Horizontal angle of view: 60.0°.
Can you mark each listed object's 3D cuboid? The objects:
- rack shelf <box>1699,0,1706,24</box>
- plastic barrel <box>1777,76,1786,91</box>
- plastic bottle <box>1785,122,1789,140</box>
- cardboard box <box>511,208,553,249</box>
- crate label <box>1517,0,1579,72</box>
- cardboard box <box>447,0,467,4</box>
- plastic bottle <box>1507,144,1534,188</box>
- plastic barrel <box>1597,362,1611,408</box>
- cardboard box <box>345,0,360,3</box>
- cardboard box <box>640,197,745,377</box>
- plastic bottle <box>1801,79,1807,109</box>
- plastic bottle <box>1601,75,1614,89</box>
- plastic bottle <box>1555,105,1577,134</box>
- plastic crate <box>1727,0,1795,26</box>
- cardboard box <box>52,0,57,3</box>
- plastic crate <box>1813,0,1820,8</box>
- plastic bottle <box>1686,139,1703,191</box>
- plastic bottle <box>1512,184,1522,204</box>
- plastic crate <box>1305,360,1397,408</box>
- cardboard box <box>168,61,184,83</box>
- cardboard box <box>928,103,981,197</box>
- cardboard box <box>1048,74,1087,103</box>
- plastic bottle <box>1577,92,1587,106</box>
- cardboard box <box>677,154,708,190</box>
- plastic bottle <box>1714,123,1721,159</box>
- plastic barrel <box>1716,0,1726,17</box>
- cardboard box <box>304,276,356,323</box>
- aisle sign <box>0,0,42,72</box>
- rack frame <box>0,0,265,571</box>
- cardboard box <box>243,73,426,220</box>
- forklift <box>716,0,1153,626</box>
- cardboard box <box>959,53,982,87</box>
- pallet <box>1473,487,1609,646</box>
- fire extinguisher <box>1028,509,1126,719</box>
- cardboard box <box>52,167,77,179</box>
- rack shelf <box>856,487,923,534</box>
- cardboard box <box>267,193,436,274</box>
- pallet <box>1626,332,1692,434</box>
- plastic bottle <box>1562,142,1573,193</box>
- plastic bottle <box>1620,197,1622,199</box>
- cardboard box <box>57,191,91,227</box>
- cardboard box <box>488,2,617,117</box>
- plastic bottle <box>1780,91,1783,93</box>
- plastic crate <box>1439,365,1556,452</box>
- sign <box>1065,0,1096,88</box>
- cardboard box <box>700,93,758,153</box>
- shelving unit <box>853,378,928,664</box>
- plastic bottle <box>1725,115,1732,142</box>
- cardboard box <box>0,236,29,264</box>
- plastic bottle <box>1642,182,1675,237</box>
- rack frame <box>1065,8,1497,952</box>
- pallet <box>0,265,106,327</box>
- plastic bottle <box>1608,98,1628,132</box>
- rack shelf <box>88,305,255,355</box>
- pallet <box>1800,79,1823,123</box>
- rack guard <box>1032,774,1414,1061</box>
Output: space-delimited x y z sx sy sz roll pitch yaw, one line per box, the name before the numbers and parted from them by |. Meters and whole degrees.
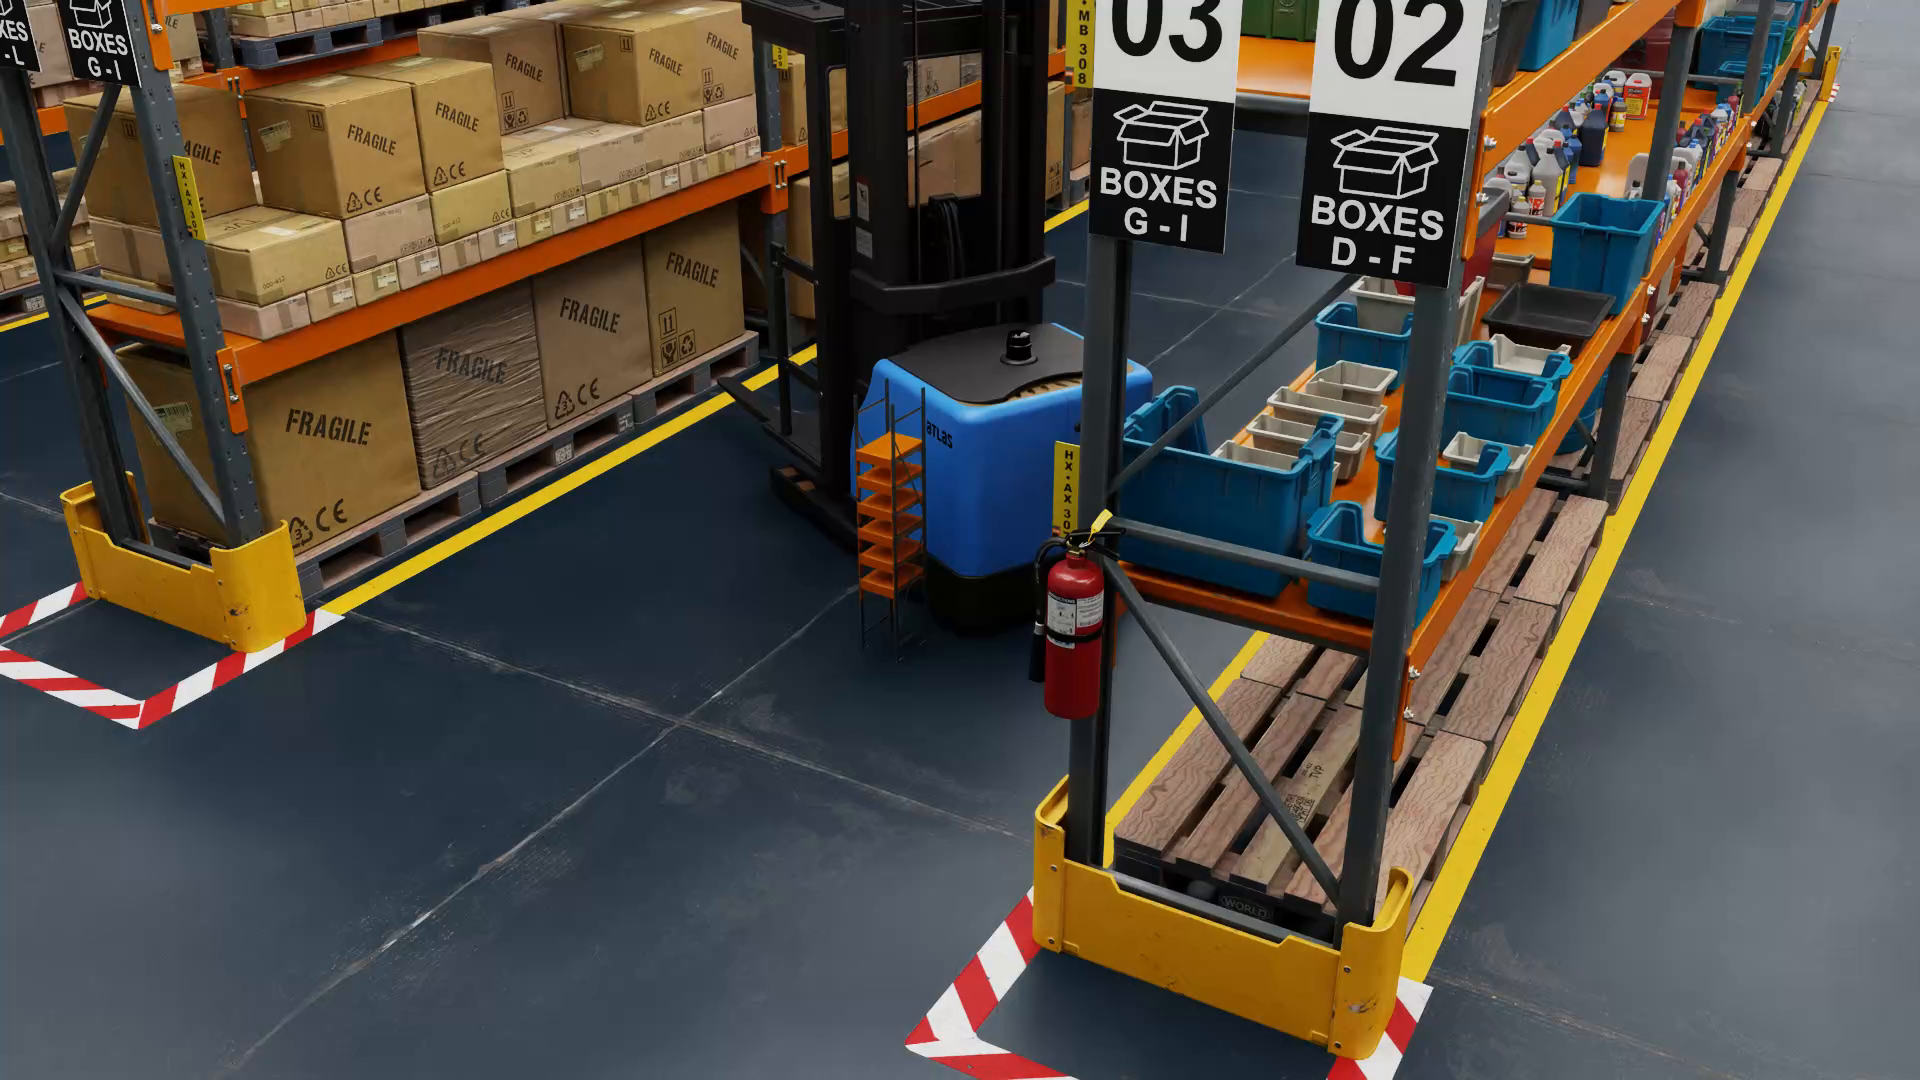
rack shelf | 3.765 -3.307 8.959 1.077 0.370 4.000 14 30 26
plastic barrel | 8.181 -4.792 16.781 0.421 0.512 0.421 0 27 0
plastic bottle | 7.355 -3.678 14.882 0.097 0.201 0.097 0 27 0
cardboard box | -2.281 -1.593 8.362 0.380 0.149 0.250 13 30 25
crate label | 1.549 -1.513 4.736 0.408 0.251 0.502 14 30 26
cardboard box | -4.310 -4.573 13.845 0.380 0.149 0.250 15 30 28
plastic bottle | 2.949 -1.917 8.783 0.144 0.351 0.185 14 30 26
plastic barrel | 3.412 -1.242 9.255 0.600 0.901 0.708 14 30 26
cardboard box | -4.826 -4.295 12.958 0.380 0.149 0.250 13 29 24
cardboard box | -1.925 -1.597 9.994 0.875 0.875 0.875 14 30 26
plastic bottle | 8.121 -4.305 16.043 0.061 0.283 0.133 15 30 27
plastic bottle | 4.174 -2.873 10.782 0.097 0.271 0.097 0 27 0
plastic bottle | 3.490 -2.346 9.640 0.144 0.351 0.185 14 30 26
plastic crate | 5.810 -3.658 12.135 0.402 0.464 0.583 14 30 26
cardboard box | -6.045 -3.910 11.149 0.500 0.500 0.500 13 29 25
plastic crate | 7.085 -4.774 14.506 0.767 0.338 0.504 14 30 26
plastic bottle | 4.039 -2.076 9.189 0.097 0.271 0.097 0 27 0
plastic bottle | 2.845 -1.734 8.585 0.097 0.201 0.097 0 27 0
plastic crate | 1.457 -0.559 6.244 0.298 0.136 0.250 14 30 26
cardboard box | -5.768 -3.331 11.834 0.380 0.149 0.250 13 30 25
cardboard box | -0.366 -2.786 12.368 1.225 0.875 0.875 14 30 26
cardboard box | 0.740 -3.840 14.033 0.500 0.250 0.500 16 31 28
plastic bottle | 3.808 -2.605 10.234 0.061 0.283 0.133 14 30 26
cardboard box | -1.649 -2.095 9.365 0.380 0.149 0.250 14 30 25
plastic bottle | 4.448 -2.368 9.852 0.097 0.201 0.097 0 27 0
plastic barrel | 5.694 -4.076 12.891 0.433 0.535 0.433 0 27 0
cardboard box | -2.912 -1.094 7.365 0.380 0.149 0.250 14 30 25
aisle sign | -3.795 -2.241 6.471 0.394 0.787 0.004 14 30 26
rack frame | -3.499 -1.040 6.977 1.000 3.000 0.127 14 30 26
cardboard box | -2.782 -1.764 7.420 0.500 0.500 0.500 13 30 25
forklift | -0.328 -1.548 8.068 1.130 2.935 3.031 -16 30 -28
cardboard box | -0.093 -3.560 11.898 0.500 0.500 0.500 13 29 24
pallet | 2.453 0.034 7.947 1.003 0.211 1.213 14 30 26
fire extinguisher | 0.344 0.211 4.981 0.296 0.674 0.183 14 30 26
cardboard box | -6.418 -2.617 12.179 0.380 0.149 0.250 14 30 25
rack shelf | -0.288 -0.137 7.015 0.180 0.103 0.258 16 31 29
cardboard box | -2.778 -1.438 7.606 0.500 0.250 0.500 14 30 25
pallet | 3.796 -1.030 10.072 1.003 0.211 1.213 14 30 26
plastic bottle | 3.305 -2.047 9.131 0.097 0.271 0.097 0 27 0
plastic bottle | 3.403 -1.679 8.475 0.097 0.201 0.097 0 27 0
cardboard box | -6.204 -2.297 11.539 0.380 0.149 0.250 13 29 24
cardboard box | -2.238 -2.680 9.250 0.500 0.500 0.500 14 30 26
plastic bottle | 7.829 -4.192 15.908 0.097 0.201 0.097 0 27 0
plastic crate | 1.869 -0.438 5.895 0.416 0.233 0.300 14 30 26
sign | 0.327 -1.359 4.379 0.100 0.325 0.005 14 30 26
cardboard box | -1.520 -2.435 9.599 0.500 0.250 0.500 14 30 25
shelving unit | -0.288 -0.070 7.049 0.189 1.200 0.258 16 31 29
plastic bottle | 4.687 -2.558 10.231 0.097 0.201 0.097 0 27 0
cardboard box | -6.551 -1.993 11.264 0.380 0.149 0.250 16 31 28
plastic bottle | 3.521 -1.692 8.418 0.152 0.276 0.135 14 30 26
rack frame | 0.813 0.051 4.798 1.000 3.000 0.127 14 30 26
pallet | -6.698 -1.737 11.484 1.003 0.211 1.213 14 30 26
plastic bottle | 4.145 -2.680 10.476 0.097 0.201 0.097 0 27 0
rack shelf | -2.515 -1.585 8.651 0.919 0.124 3.809 14 30 26
pallet | 8.284 -4.583 17.169 1.003 0.211 1.213 14 30 26
rack guard | 0.813 1.181 5.333 1.175 0.500 0.348 14 30 26
